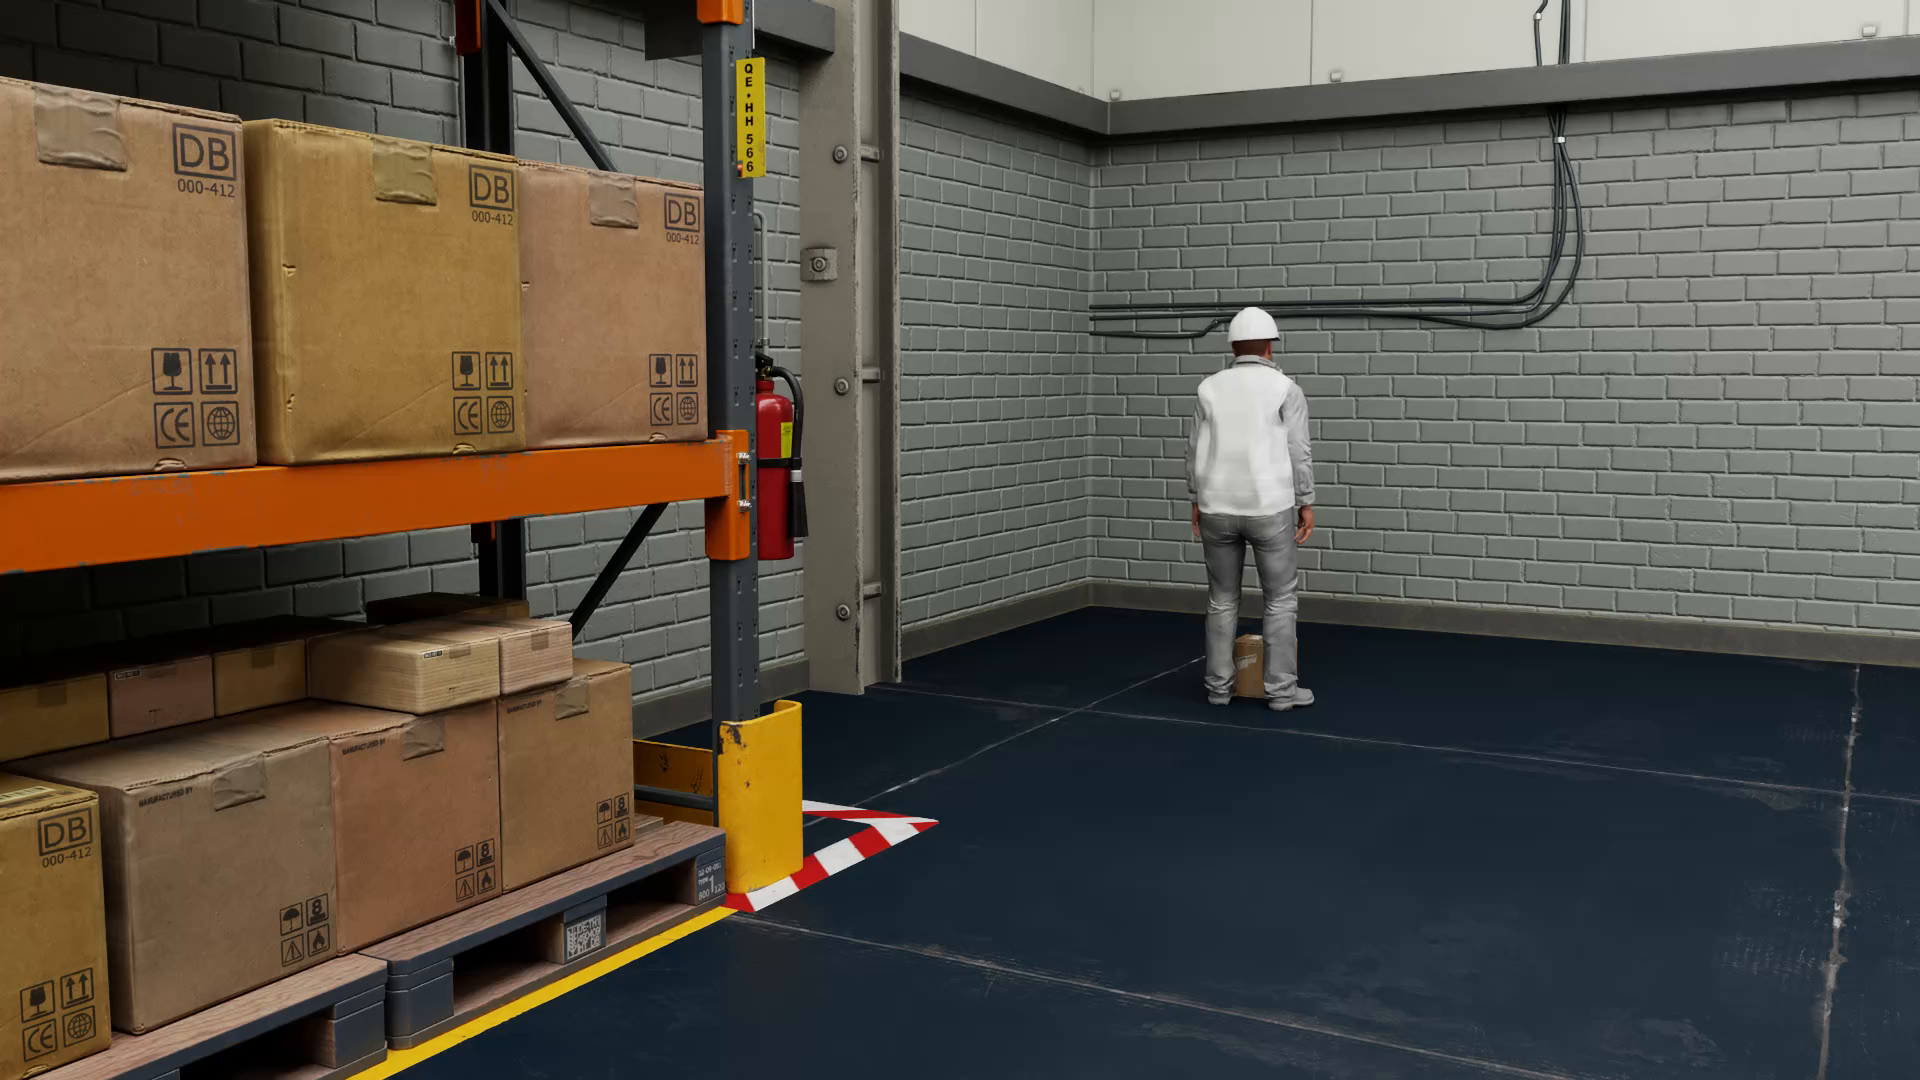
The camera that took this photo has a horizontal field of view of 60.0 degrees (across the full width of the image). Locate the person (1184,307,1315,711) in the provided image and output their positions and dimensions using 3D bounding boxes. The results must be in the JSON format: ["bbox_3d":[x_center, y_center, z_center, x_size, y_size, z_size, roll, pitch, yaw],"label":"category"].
[{"bbox_3d":[1.291,-0.146,7.407,0.581,1.771,0.464,3,7,28],"label":"person"}]
